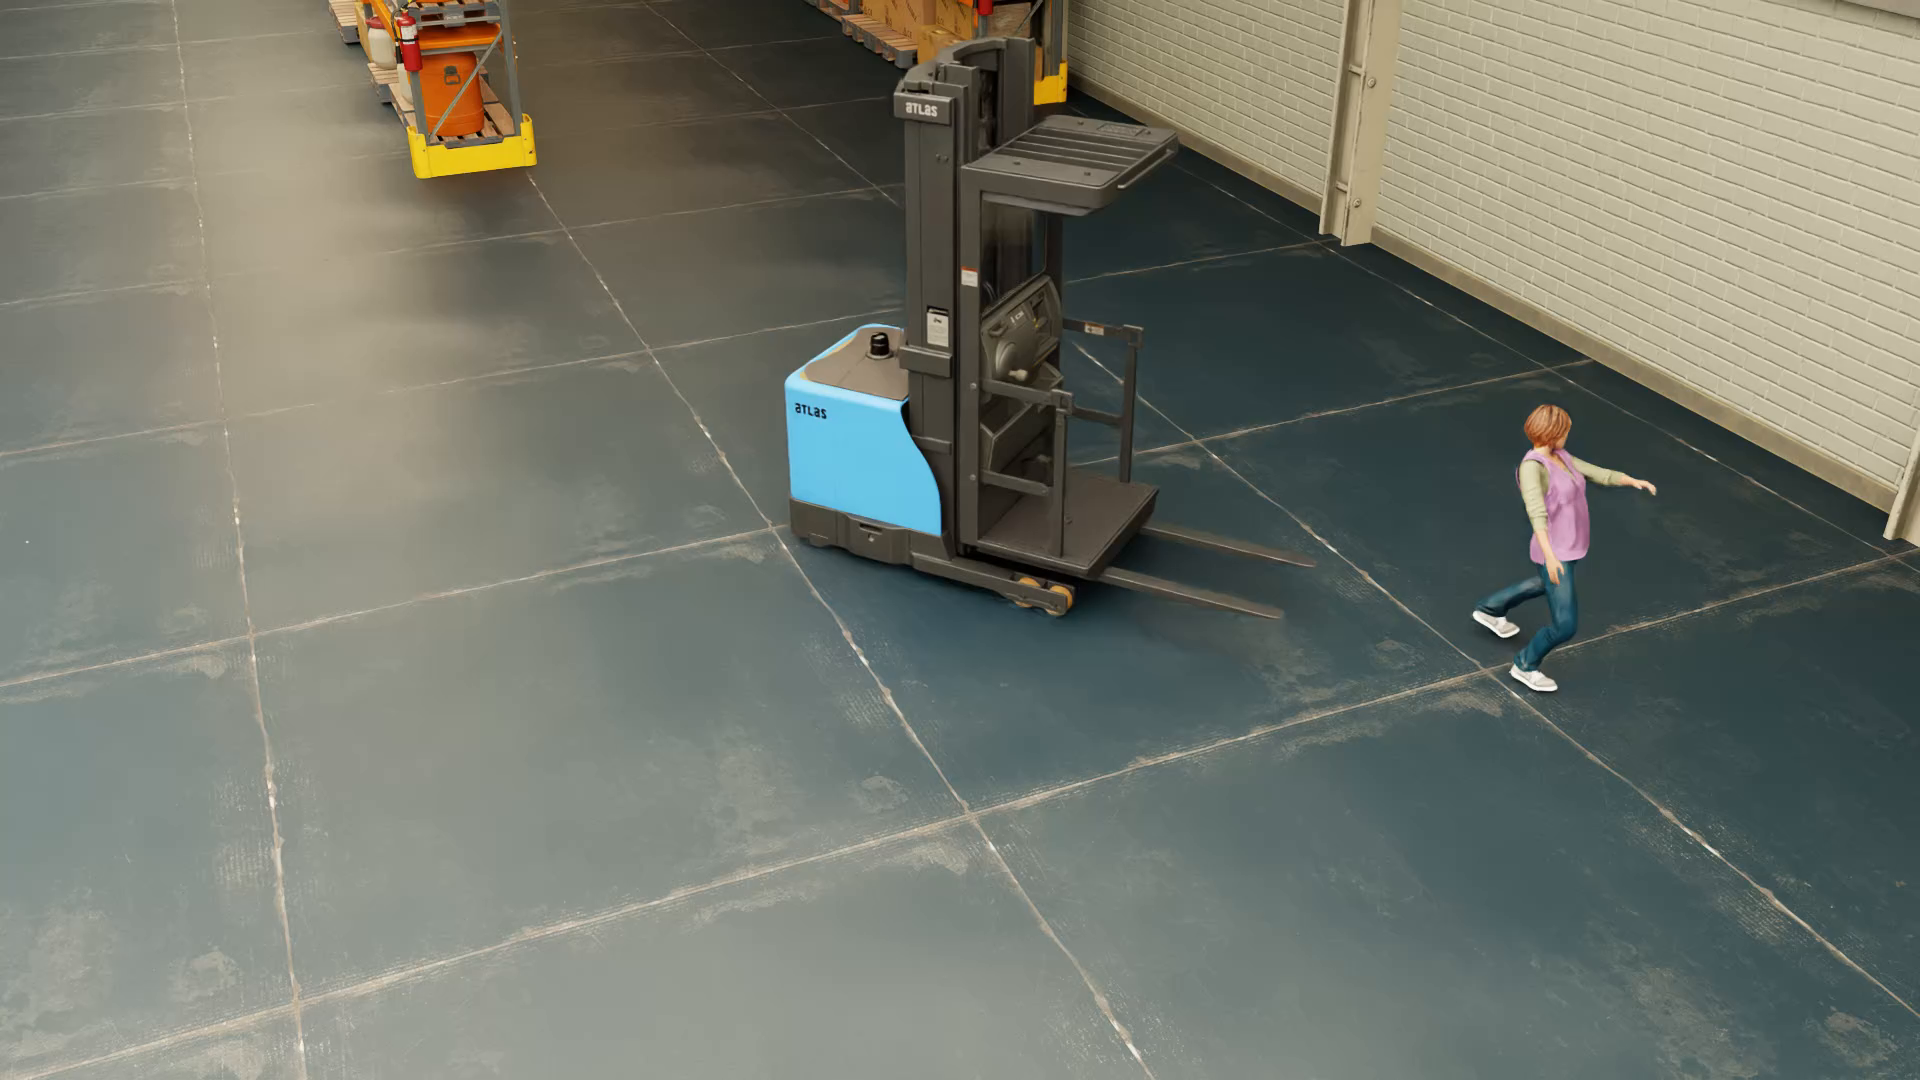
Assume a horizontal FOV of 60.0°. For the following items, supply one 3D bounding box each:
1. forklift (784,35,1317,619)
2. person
[{"bbox_3d":[0.523,-1.148,9.128,3.031,2.935,1.130,14,33,23],"label":"forklift"},{"bbox_3d":[3.033,0.095,8.453,0.778,1.426,0.777,14,32,22],"label":"person"}]
